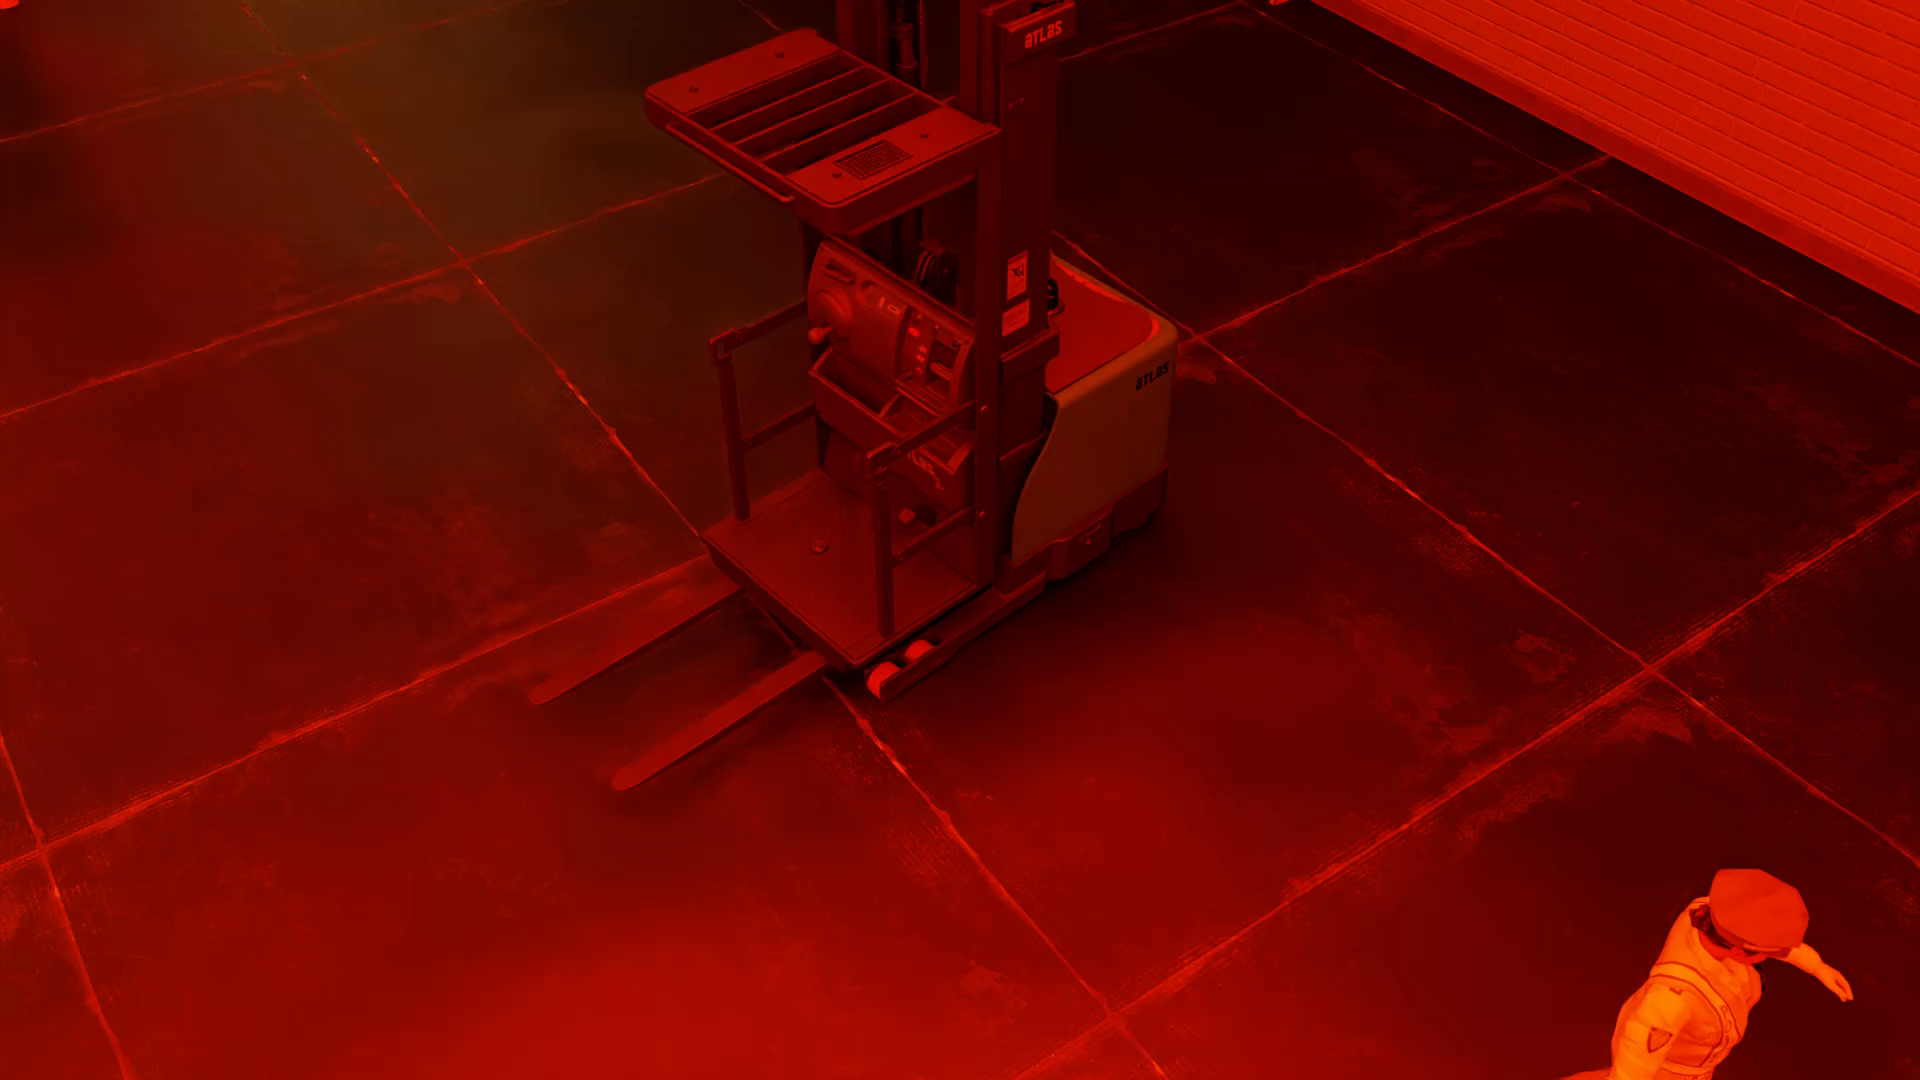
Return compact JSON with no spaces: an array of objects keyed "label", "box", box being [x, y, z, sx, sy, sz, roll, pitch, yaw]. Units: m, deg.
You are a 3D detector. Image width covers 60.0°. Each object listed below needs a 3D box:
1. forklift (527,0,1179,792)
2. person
[{"label":"forklift","box":[-0.444,-0.792,6.574,3.031,2.935,1.130,-32,51,-30]},{"label":"person","box":[2.148,1.597,4.952,0.711,1.650,0.893,23,47,23]}]
